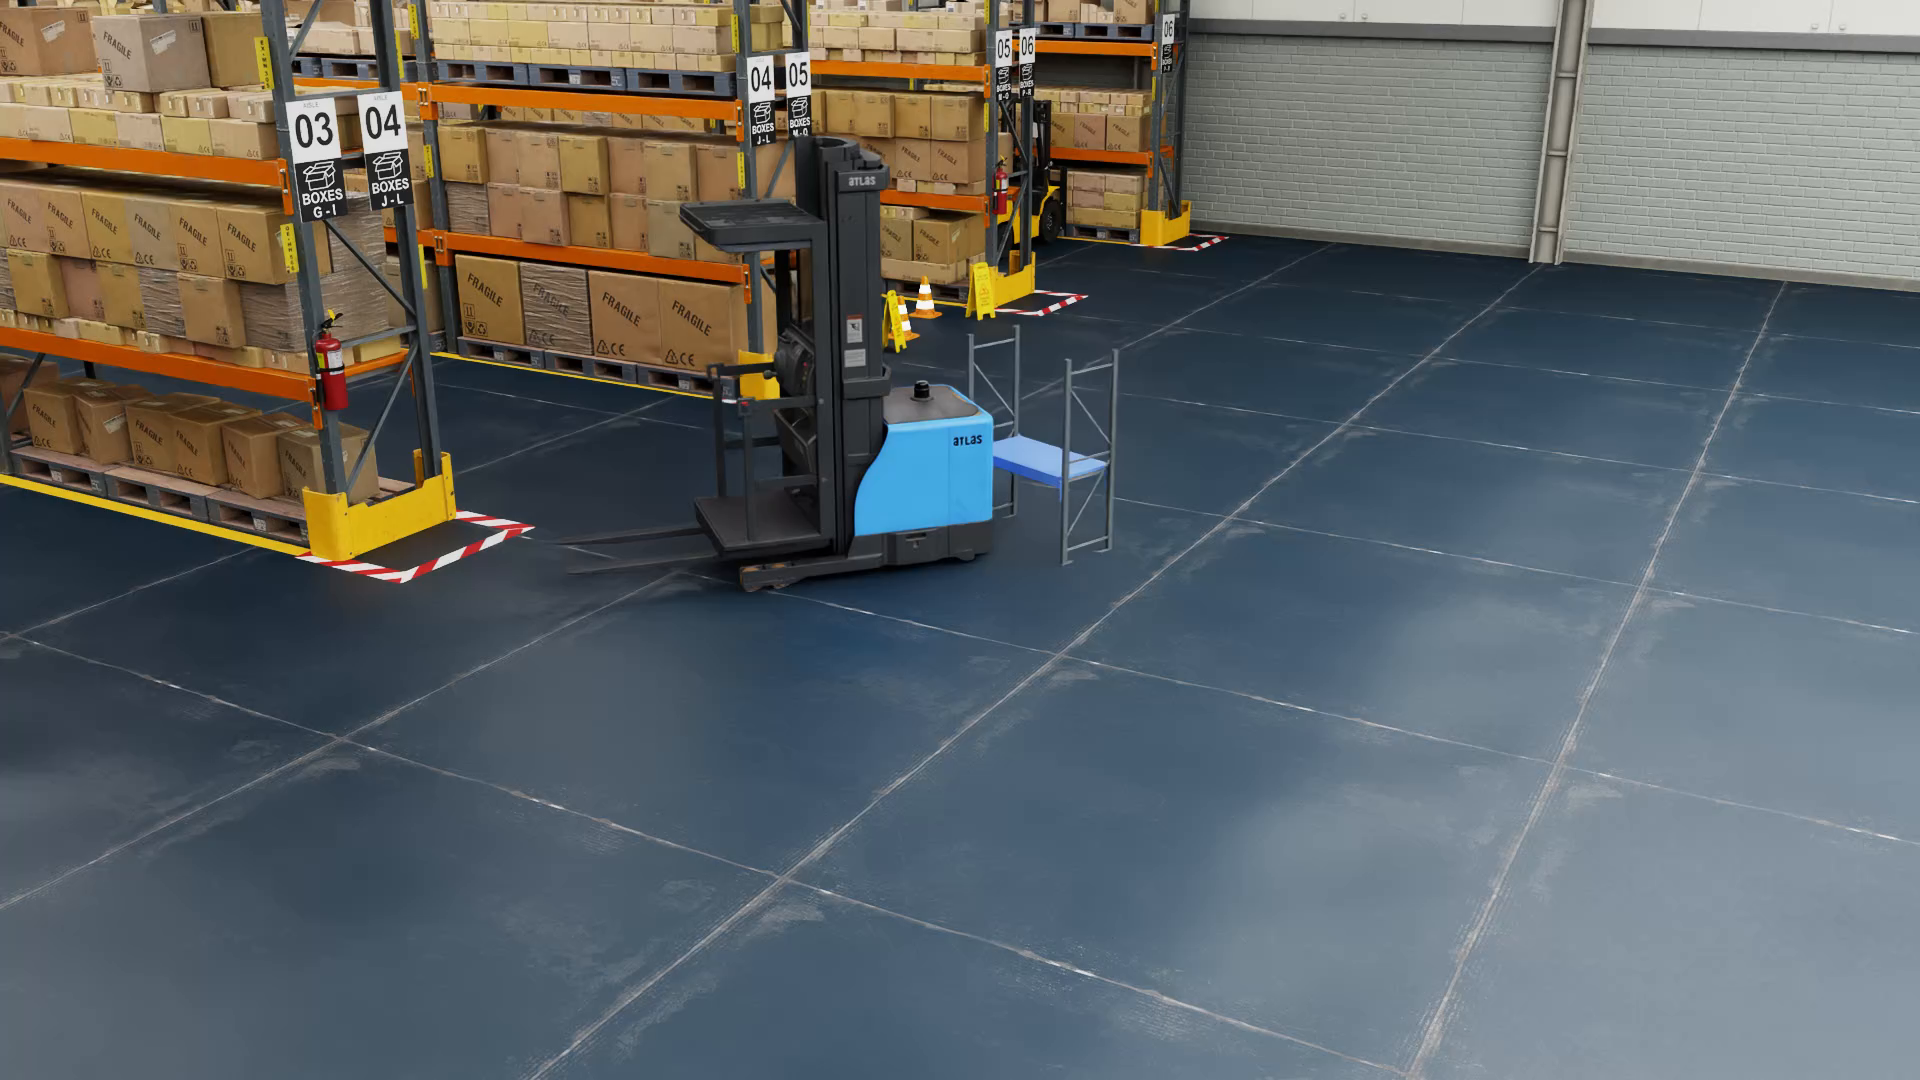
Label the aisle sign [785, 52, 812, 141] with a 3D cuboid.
[{"bbox_3d":[-1.522,-4.197,15.723,0.004,0.787,0.394,11,23,27],"label":"aisle sign"}]

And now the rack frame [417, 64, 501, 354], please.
[{"bbox_3d":[-5.222,-3.562,17.786,0.127,3.000,1.000,11,23,27],"label":"rack frame"}]

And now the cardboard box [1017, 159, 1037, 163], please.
[{"bbox_3d":[0.930,-5.714,25.667,0.500,0.250,0.500,11,23,28],"label":"cardboard box"}]

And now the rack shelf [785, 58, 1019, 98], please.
[{"bbox_3d":[-1.150,-5.792,20.589,4.000,0.370,1.077,11,23,27],"label":"rack shelf"}]

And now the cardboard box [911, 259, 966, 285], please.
[{"bbox_3d":[-0.262,-3.350,20.619,0.500,0.250,0.500,11,23,27],"label":"cardboard box"}]

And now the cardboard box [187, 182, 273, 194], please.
[{"bbox_3d":[-5.455,-2.435,12.629,0.500,0.500,0.500,11,23,27],"label":"cardboard box"}]

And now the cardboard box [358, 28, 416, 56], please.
[{"bbox_3d":[-5.917,-5.216,17.404,0.500,0.250,0.500,11,23,28],"label":"cardboard box"}]

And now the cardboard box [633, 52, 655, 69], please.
[{"bbox_3d":[-2.850,-4.515,15.619,0.250,0.149,0.380,11,23,28],"label":"cardboard box"}]

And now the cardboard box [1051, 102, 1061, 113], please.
[{"bbox_3d":[1.442,-6.398,24.506,0.250,0.149,0.380,11,23,28],"label":"cardboard box"}]

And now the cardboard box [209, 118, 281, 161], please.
[{"bbox_3d":[-4.782,-2.781,11.455,0.500,0.250,0.500,11,23,29],"label":"cardboard box"}]

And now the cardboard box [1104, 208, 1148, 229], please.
[{"bbox_3d":[2.449,-4.755,24.490,0.500,0.250,0.500,11,23,28],"label":"cardboard box"}]

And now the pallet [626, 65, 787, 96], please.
[{"bbox_3d":[-2.383,-4.386,15.788,1.213,0.211,1.003,11,23,27],"label":"pallet"}]

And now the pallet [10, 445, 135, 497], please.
[{"bbox_3d":[-7.126,-0.690,13.959,1.213,0.211,1.003,11,23,27],"label":"pallet"}]

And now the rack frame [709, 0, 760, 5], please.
[{"bbox_3d":[-2.896,-7.873,20.872,0.127,3.000,1.000,11,23,27],"label":"rack frame"}]

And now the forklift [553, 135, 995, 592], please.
[{"bbox_3d":[-1.325,-1.227,11.448,3.031,2.935,1.130,-7,21,-18],"label":"forklift"}]

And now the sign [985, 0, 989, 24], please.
[{"bbox_3d":[0.307,-6.052,18.952,0.005,0.325,0.100,11,23,27],"label":"sign"}]

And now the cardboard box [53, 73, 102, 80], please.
[{"bbox_3d":[-6.855,-3.574,13.055,0.250,0.149,0.380,10,22,25],"label":"cardboard box"}]

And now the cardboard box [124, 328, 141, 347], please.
[{"bbox_3d":[-6.132,-1.585,12.705,0.250,0.149,0.380,11,23,27],"label":"cardboard box"}]

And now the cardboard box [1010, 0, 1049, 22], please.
[{"bbox_3d":[1.170,-7.879,24.373,0.637,0.503,0.797,12,23,29],"label":"cardboard box"}]

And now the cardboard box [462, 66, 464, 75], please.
[{"bbox_3d":[-9.381,-8.543,30.202,0.500,0.500,0.500,11,23,29],"label":"cardboard box"}]

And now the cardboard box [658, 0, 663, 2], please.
[{"bbox_3d":[-3.651,-7.121,22.069,0.500,0.250,0.500,10,22,26],"label":"cardboard box"}]

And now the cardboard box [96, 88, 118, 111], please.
[{"bbox_3d":[-5.981,-3.195,12.012,0.250,0.149,0.380,10,22,25],"label":"cardboard box"}]

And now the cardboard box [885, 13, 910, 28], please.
[{"bbox_3d":[-0.688,-6.214,19.898,0.250,0.149,0.380,11,23,27],"label":"cardboard box"}]

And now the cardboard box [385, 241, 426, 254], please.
[{"bbox_3d":[-6.648,-2.940,18.754,0.750,0.750,1.050,11,23,27],"label":"cardboard box"}]

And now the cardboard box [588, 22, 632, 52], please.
[{"bbox_3d":[-3.168,-4.786,15.783,0.500,0.250,0.500,11,22,27],"label":"cardboard box"}]

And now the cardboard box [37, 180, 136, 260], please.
[{"bbox_3d":[-6.587,-2.443,12.651,0.500,0.500,0.500,11,23,27],"label":"cardboard box"}]

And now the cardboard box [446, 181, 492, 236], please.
[{"bbox_3d":[-4.894,-3.575,17.601,0.550,0.550,0.875,11,23,27],"label":"cardboard box"}]

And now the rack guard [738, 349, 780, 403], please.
[{"bbox_3d":[-1.709,-1.718,16.368,0.348,0.500,1.175,11,23,27],"label":"rack guard"}]

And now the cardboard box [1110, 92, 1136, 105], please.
[{"bbox_3d":[2.367,-6.386,24.037,0.250,0.149,0.380,11,23,27],"label":"cardboard box"}]

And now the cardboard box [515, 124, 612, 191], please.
[{"bbox_3d":[-3.976,-3.881,16.862,0.550,0.550,0.875,11,23,27],"label":"cardboard box"}]

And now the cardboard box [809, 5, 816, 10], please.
[{"bbox_3d":[-2.260,-8.288,26.022,0.250,0.149,0.380,10,22,27],"label":"cardboard box"}]

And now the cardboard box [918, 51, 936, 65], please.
[{"bbox_3d":[-0.301,-5.741,19.764,0.250,0.149,0.380,12,23,29],"label":"cardboard box"}]

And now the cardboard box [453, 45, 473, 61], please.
[{"bbox_3d":[-4.843,-4.894,16.666,0.250,0.149,0.380,11,23,28],"label":"cardboard box"}]

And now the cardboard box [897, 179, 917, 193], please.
[{"bbox_3d":[-0.563,-4.360,20.353,0.250,0.149,0.380,11,23,28],"label":"cardboard box"}]

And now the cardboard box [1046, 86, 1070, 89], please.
[{"bbox_3d":[1.488,-6.743,25.020,0.250,0.149,0.380,11,23,28],"label":"cardboard box"}]

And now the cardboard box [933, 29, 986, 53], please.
[{"bbox_3d":[0.017,-5.872,19.538,0.500,0.250,0.500,10,22,27],"label":"cardboard box"}]

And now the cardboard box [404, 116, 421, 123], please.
[{"bbox_3d":[-7.842,-6.050,24.133,0.500,0.250,0.500,10,22,26],"label":"cardboard box"}]

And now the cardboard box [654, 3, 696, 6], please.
[{"bbox_3d":[-2.754,-5.128,16.140,0.250,0.149,0.380,10,22,26],"label":"cardboard box"}]

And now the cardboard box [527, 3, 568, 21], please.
[{"bbox_3d":[-3.959,-5.100,16.065,0.250,0.149,0.380,11,23,27],"label":"cardboard box"}]

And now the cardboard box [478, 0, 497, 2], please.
[{"bbox_3d":[-4.747,-5.507,17.187,0.250,0.149,0.380,11,22,27],"label":"cardboard box"}]

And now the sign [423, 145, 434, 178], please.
[{"bbox_3d":[-5.478,-3.906,17.152,0.005,0.325,0.100,11,23,27],"label":"sign"}]

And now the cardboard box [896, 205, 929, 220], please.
[{"bbox_3d":[-0.584,-4.046,20.486,0.250,0.149,0.380,12,23,29],"label":"cardboard box"}]

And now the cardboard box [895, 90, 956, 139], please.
[{"bbox_3d":[-0.395,-5.151,20.116,0.500,0.500,0.700,11,23,28],"label":"cardboard box"}]

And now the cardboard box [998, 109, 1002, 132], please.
[{"bbox_3d":[0.686,-6.261,25.079,0.500,0.500,0.500,11,22,27],"label":"cardboard box"}]

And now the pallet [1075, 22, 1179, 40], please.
[{"bbox_3d":[2.408,-7.359,23.986,1.213,0.211,1.003,11,23,27],"label":"pallet"}]

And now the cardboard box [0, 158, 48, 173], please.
[{"bbox_3d":[-8.355,-2.756,14.067,1.000,1.000,1.000,11,23,28],"label":"cardboard box"}]

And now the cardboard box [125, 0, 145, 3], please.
[{"bbox_3d":[-9.625,-6.310,19.694,0.258,0.266,0.396,11,23,27],"label":"cardboard box"}]

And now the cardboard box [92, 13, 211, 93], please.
[{"bbox_3d":[-5.714,-3.452,11.767,0.500,0.500,0.500,11,23,27],"label":"cardboard box"}]

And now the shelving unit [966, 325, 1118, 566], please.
[{"bbox_3d":[0.579,-0.711,12.126,0.538,1.500,1.048,-16,26,-38],"label":"shelving unit"}]

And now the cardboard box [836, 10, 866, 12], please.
[{"bbox_3d":[-1.348,-6.536,20.785,0.250,0.149,0.380,11,23,28],"label":"cardboard box"}]

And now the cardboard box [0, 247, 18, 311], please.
[{"bbox_3d":[-7.367,-2.196,13.437,0.500,0.500,0.875,11,23,27],"label":"cardboard box"}]

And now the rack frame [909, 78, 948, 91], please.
[{"bbox_3d":[-0.479,-6.531,25.970,0.127,3.000,1.000,11,23,27],"label":"rack frame"}]

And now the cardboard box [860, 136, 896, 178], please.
[{"bbox_3d":[-0.883,-4.751,20.482,0.500,0.500,0.500,11,23,27],"label":"cardboard box"}]

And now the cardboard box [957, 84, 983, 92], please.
[{"bbox_3d":[0.154,-6.825,25.247,0.250,0.149,0.380,10,22,26],"label":"cardboard box"}]
